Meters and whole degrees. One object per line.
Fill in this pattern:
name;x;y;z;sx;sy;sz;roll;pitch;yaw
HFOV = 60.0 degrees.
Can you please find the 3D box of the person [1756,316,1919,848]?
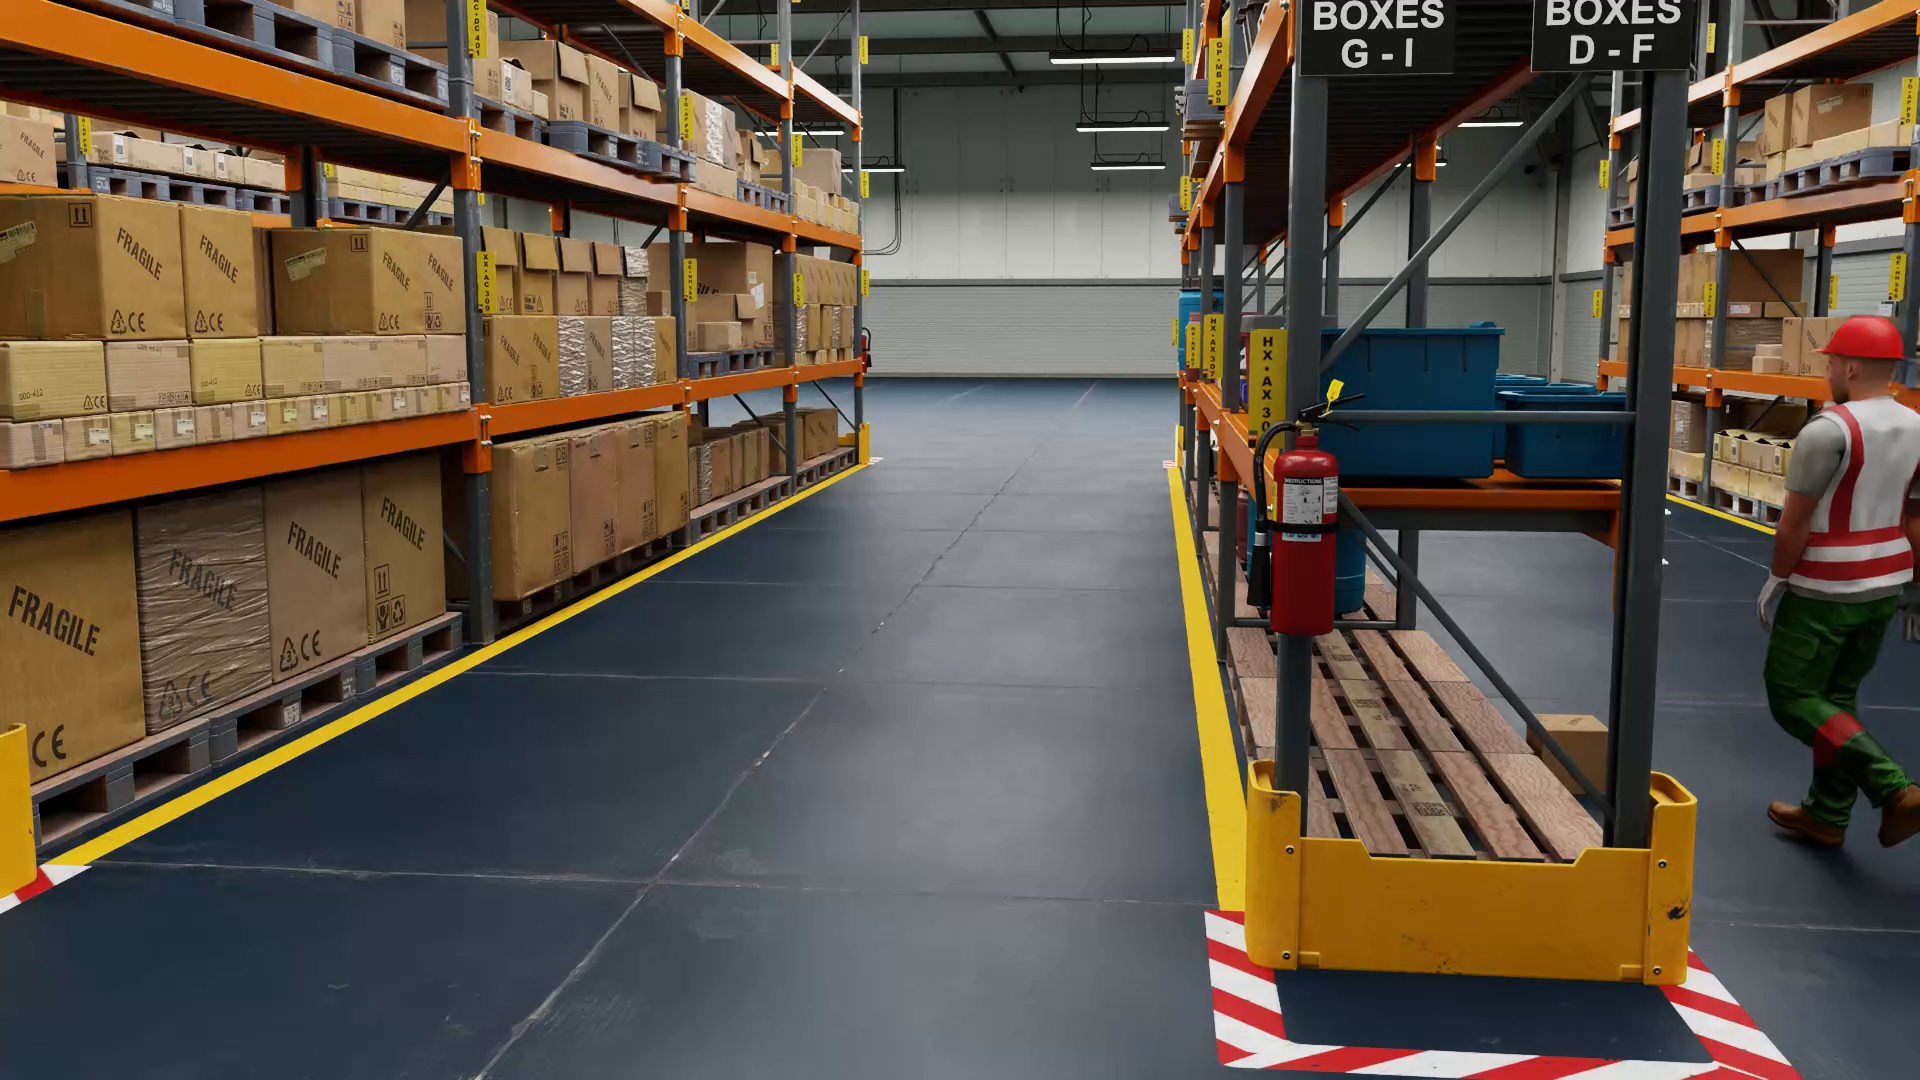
person;2.910;0.165;5.389;0.591;1.768;0.715;-3;8;-22
